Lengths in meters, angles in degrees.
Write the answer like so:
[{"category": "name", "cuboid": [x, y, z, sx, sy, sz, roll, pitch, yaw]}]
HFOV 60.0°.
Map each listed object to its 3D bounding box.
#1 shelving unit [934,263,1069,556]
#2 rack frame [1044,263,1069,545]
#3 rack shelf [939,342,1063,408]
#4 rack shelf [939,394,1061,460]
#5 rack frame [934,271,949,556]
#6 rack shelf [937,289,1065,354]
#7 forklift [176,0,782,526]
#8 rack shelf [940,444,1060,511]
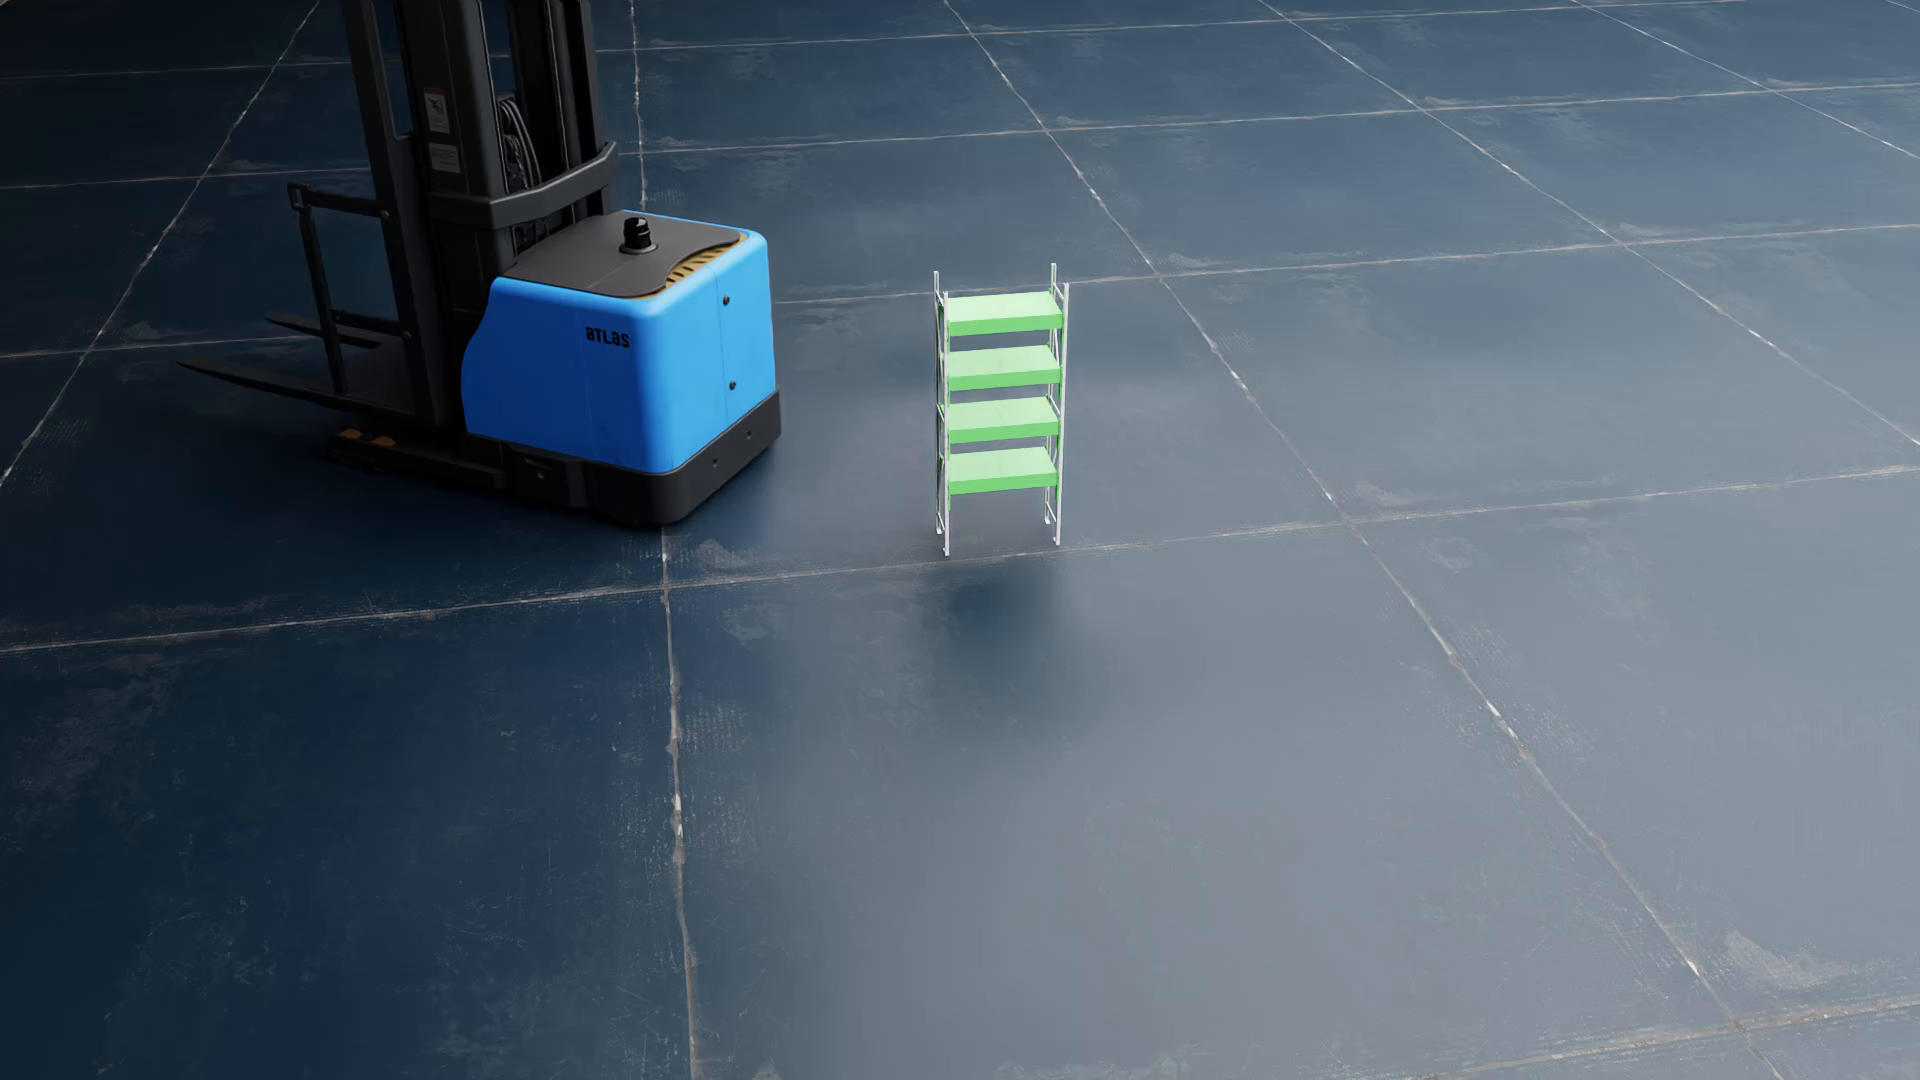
[{"category": "shelving unit", "cuboid": [0.163, -0.532, 6.972, 0.503, 1.200, 0.258, -5, 31, -9]}, {"category": "rack frame", "cuboid": [0.403, -0.555, 7.009, 0.015, 1.200, 0.240, -5, 31, -9]}, {"category": "rack shelf", "cuboid": [0.163, -0.684, 6.882, 0.480, 0.148, 0.258, -5, 31, -9]}, {"category": "rack shelf", "cuboid": [0.163, -0.477, 7.004, 0.480, 0.148, 0.258, -5, 31, -9]}, {"category": "rack frame", "cuboid": [-0.077, -0.510, 6.934, 0.015, 1.200, 0.240, -5, 31, -9]}, {"category": "rack shelf", "cuboid": [0.163, -0.891, 6.761, 0.480, 0.148, 0.258, -5, 31, -9]}, {"category": "forklift", "cuboid": [-2.417, -1.810, 7.437, 3.031, 2.935, 1.130, 13, 33, 21]}, {"category": "rack shelf", "cuboid": [0.163, -0.270, 7.126, 0.480, 0.148, 0.258, -5, 31, -9]}]
